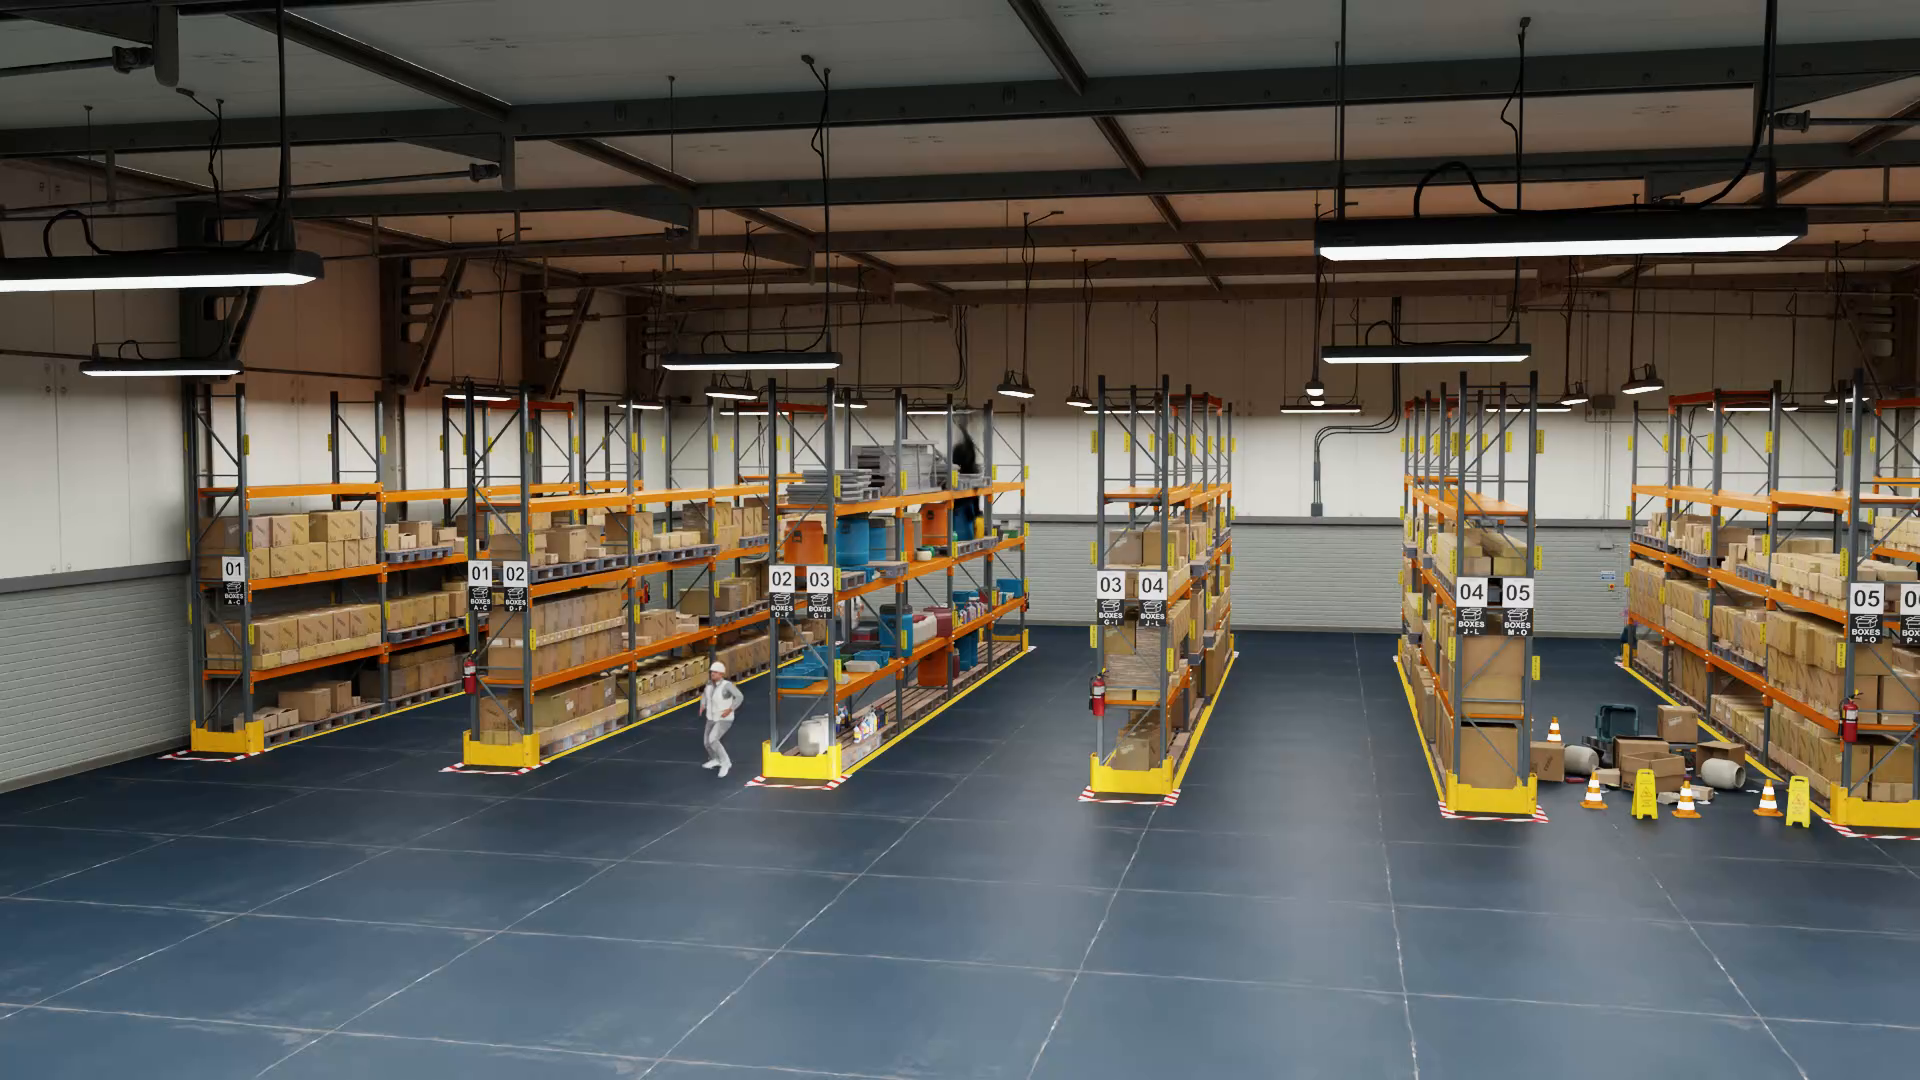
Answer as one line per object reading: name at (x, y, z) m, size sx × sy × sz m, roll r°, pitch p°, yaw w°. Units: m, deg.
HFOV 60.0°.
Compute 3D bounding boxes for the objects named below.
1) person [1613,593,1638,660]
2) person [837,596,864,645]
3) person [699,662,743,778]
person at (15.597, 1.993, 38.590) m, size 0.772 × 1.612 × 0.545 m, roll 1°, pitch 4°, yaw 24°
person at (-2.462, 1.789, 37.272) m, size 0.595 × 1.630 × 0.515 m, roll 0°, pitch 3°, yaw 4°
person at (-3.680, 2.708, 25.258) m, size 0.828 × 1.733 × 0.703 m, roll 2°, pitch 4°, yaw 32°
